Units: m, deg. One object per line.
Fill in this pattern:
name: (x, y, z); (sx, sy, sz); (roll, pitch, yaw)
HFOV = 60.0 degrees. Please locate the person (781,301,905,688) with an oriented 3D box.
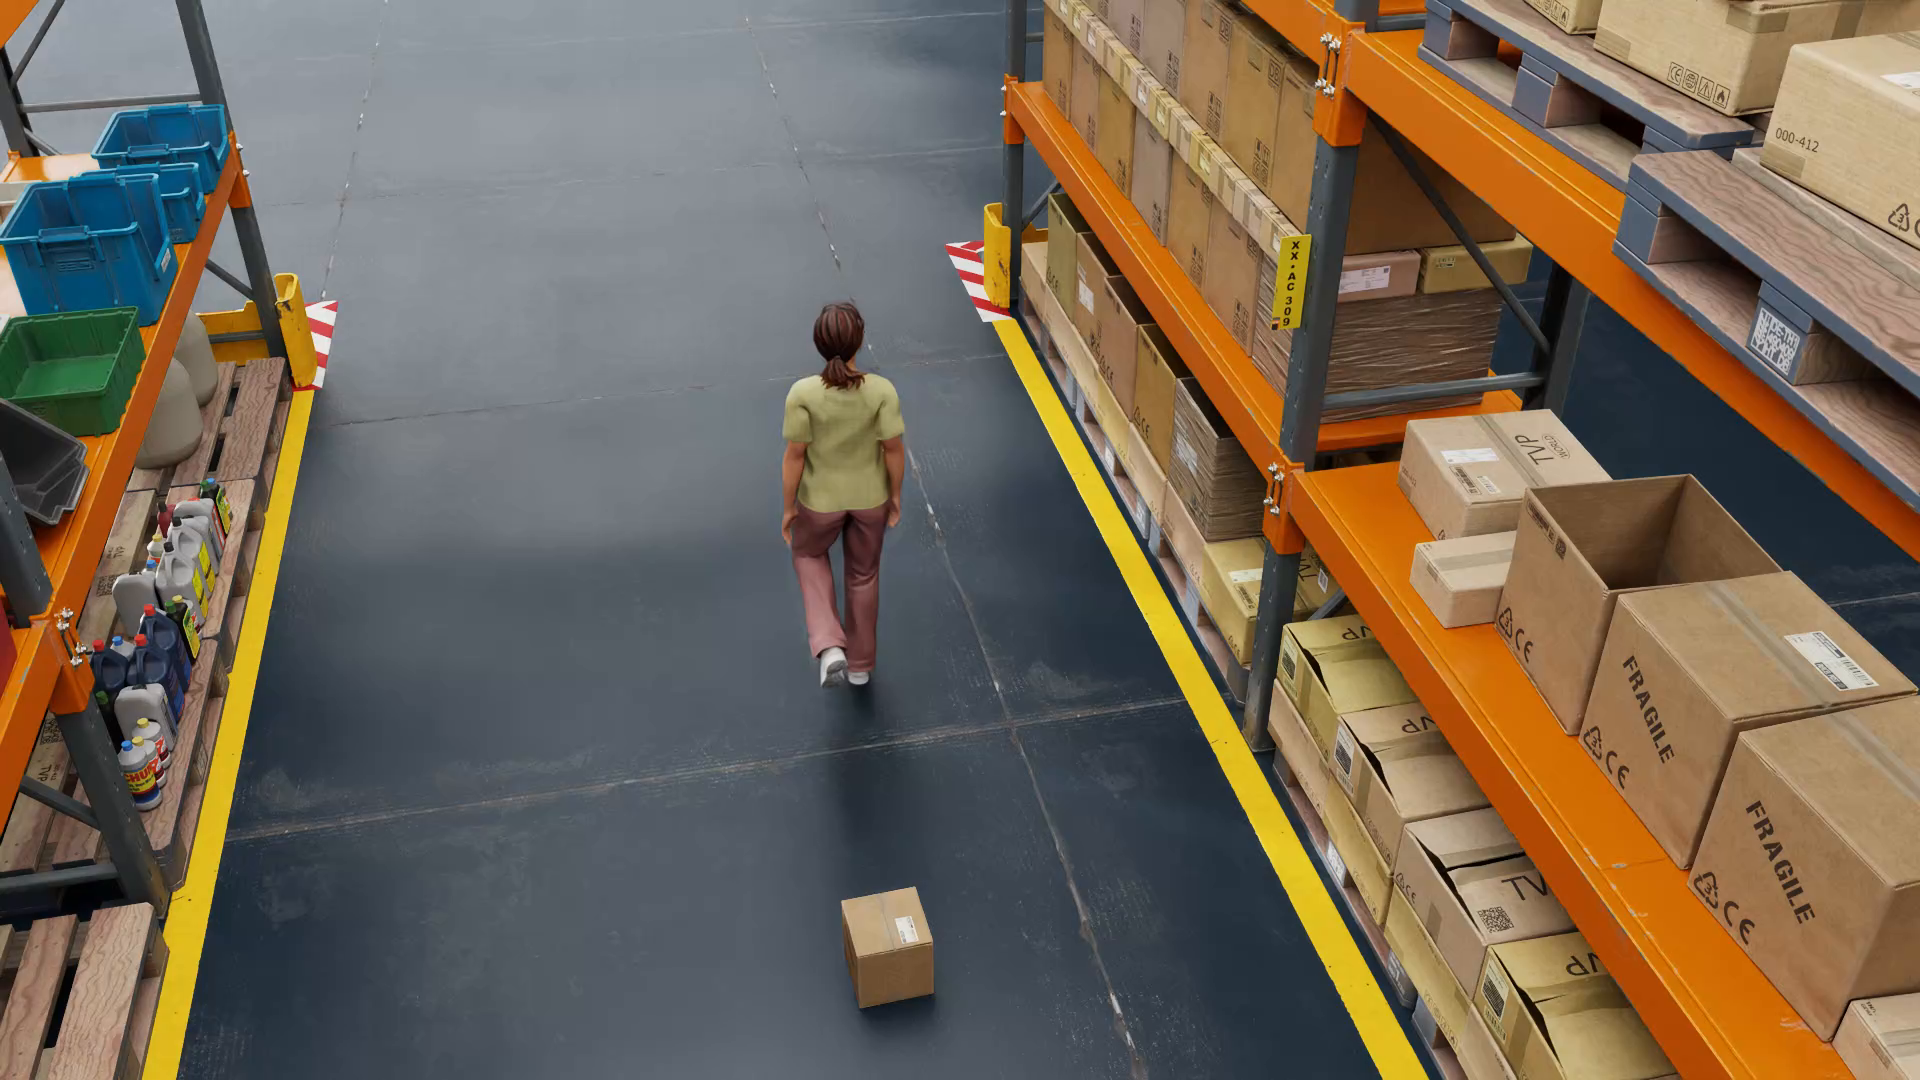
person: (-0.441, -0.132, 6.290); (0.479, 1.660, 0.501); (-4, 35, -6)
